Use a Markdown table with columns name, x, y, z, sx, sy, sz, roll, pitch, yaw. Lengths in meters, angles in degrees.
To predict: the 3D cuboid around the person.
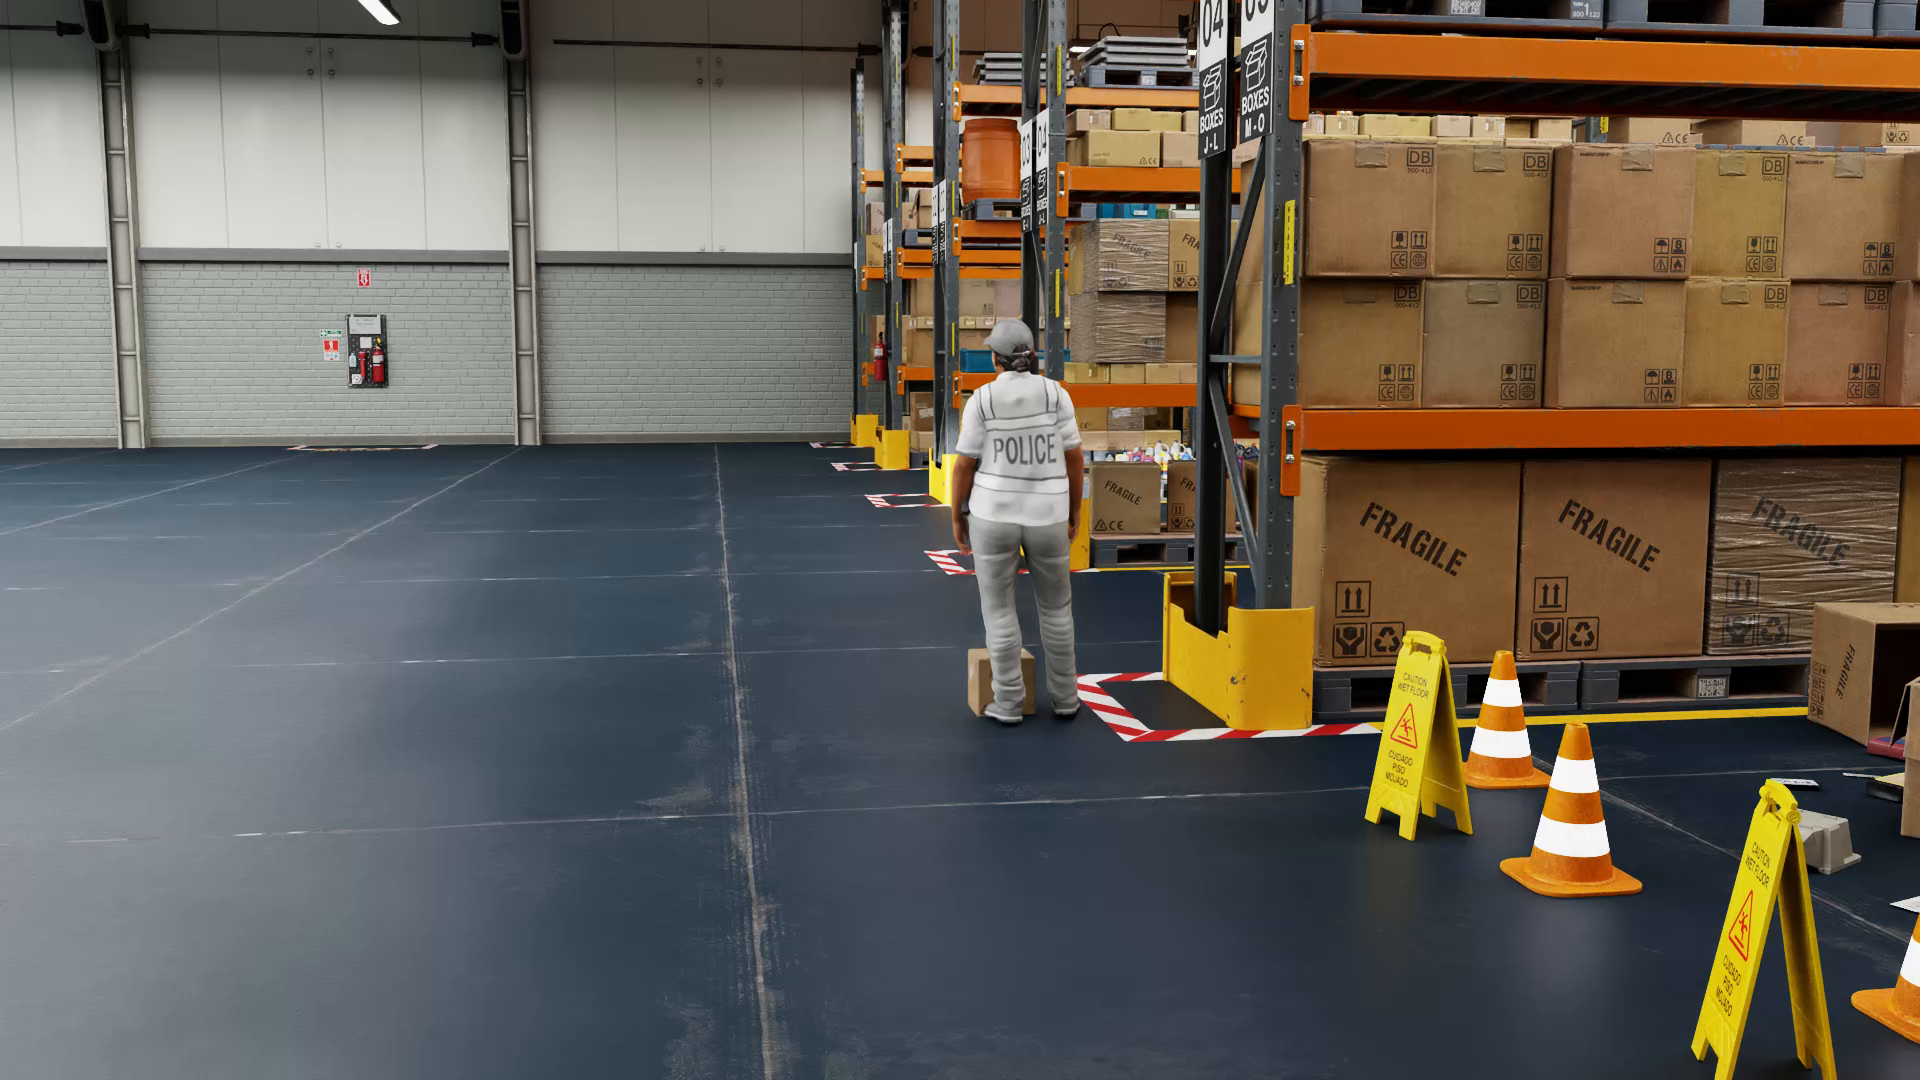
| name | x | y | z | sx | sy | sz | roll | pitch | yaw |
| --- | --- | --- | --- | --- | --- | --- | --- | --- | --- |
| person | 0.247 | -0.078 | 6.913 | 0.595 | 1.669 | 0.529 | -1 | 7 | -7 |
